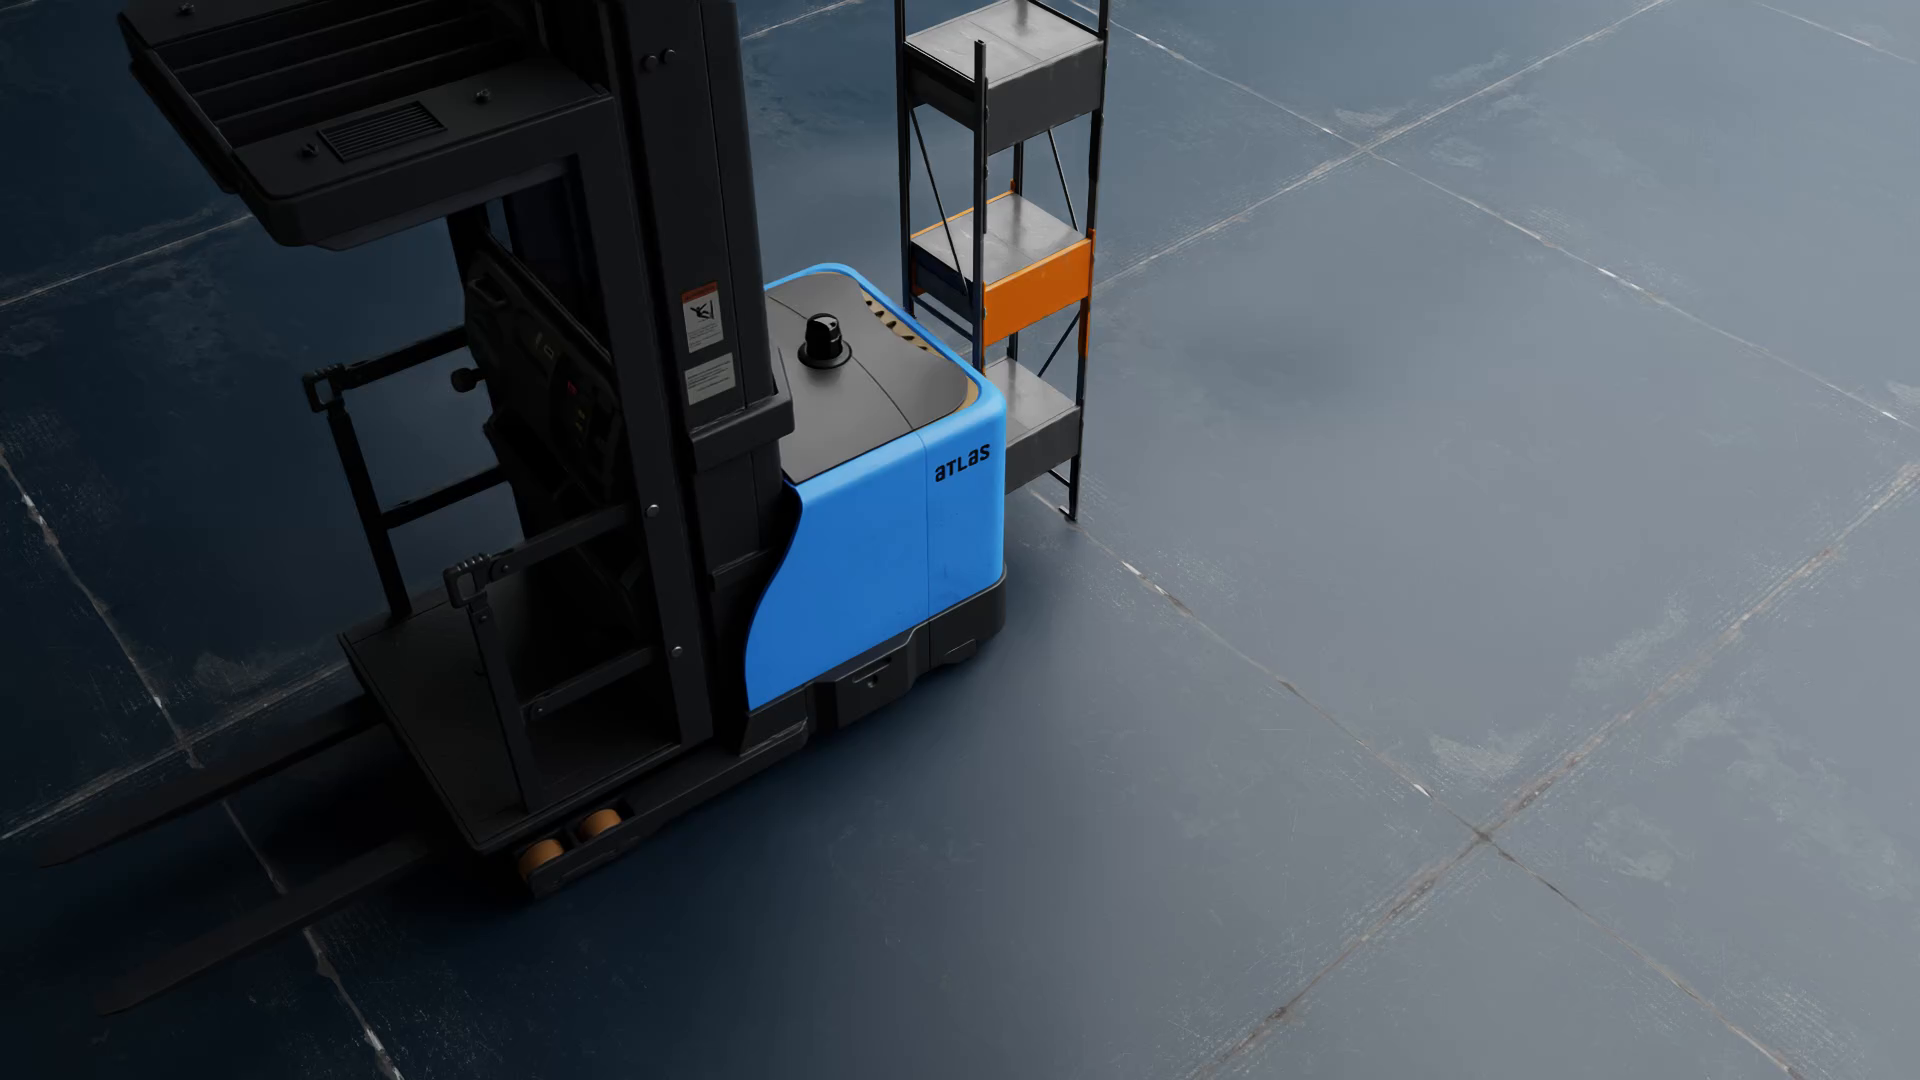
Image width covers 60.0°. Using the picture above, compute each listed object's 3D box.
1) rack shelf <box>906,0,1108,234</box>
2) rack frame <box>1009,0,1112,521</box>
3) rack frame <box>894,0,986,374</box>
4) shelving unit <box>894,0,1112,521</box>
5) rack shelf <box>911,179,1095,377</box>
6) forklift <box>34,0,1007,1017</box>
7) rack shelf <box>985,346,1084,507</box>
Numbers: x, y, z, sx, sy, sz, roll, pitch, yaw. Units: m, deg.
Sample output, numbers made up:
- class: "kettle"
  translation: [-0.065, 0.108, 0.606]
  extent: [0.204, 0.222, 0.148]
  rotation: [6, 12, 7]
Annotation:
- class: "rack shelf"
  translation: [0.127, -1.338, 5.139]
  extent: [0.480, 0.518, 0.431]
  rotation: [-30, 51, -28]
- class: "rack frame"
  translation: [0.314, -0.945, 5.723]
  extent: [0.015, 2.100, 0.400]
  rotation: [-30, 51, -28]
- class: "rack frame"
  translation: [-0.060, -0.731, 5.494]
  extent: [0.015, 2.100, 0.400]
  rotation: [-30, 51, -28]
- class: "shelving unit"
  translation: [0.127, -0.838, 5.609]
  extent: [0.503, 2.100, 0.431]
  rotation: [-30, 51, -28]
- class: "rack shelf"
  translation: [0.127, -0.828, 5.618]
  extent: [0.480, 0.518, 0.431]
  rotation: [-30, 51, -28]
- class: "forklift"
  translation: [-1.328, -0.402, 4.537]
  extent: [3.031, 2.935, 1.130]
  rotation: [-27, 49, -26]
- class: "rack shelf"
  translation: [0.127, -0.318, 6.097]
  extent: [0.480, 0.518, 0.431]
  rotation: [-30, 51, -28]
